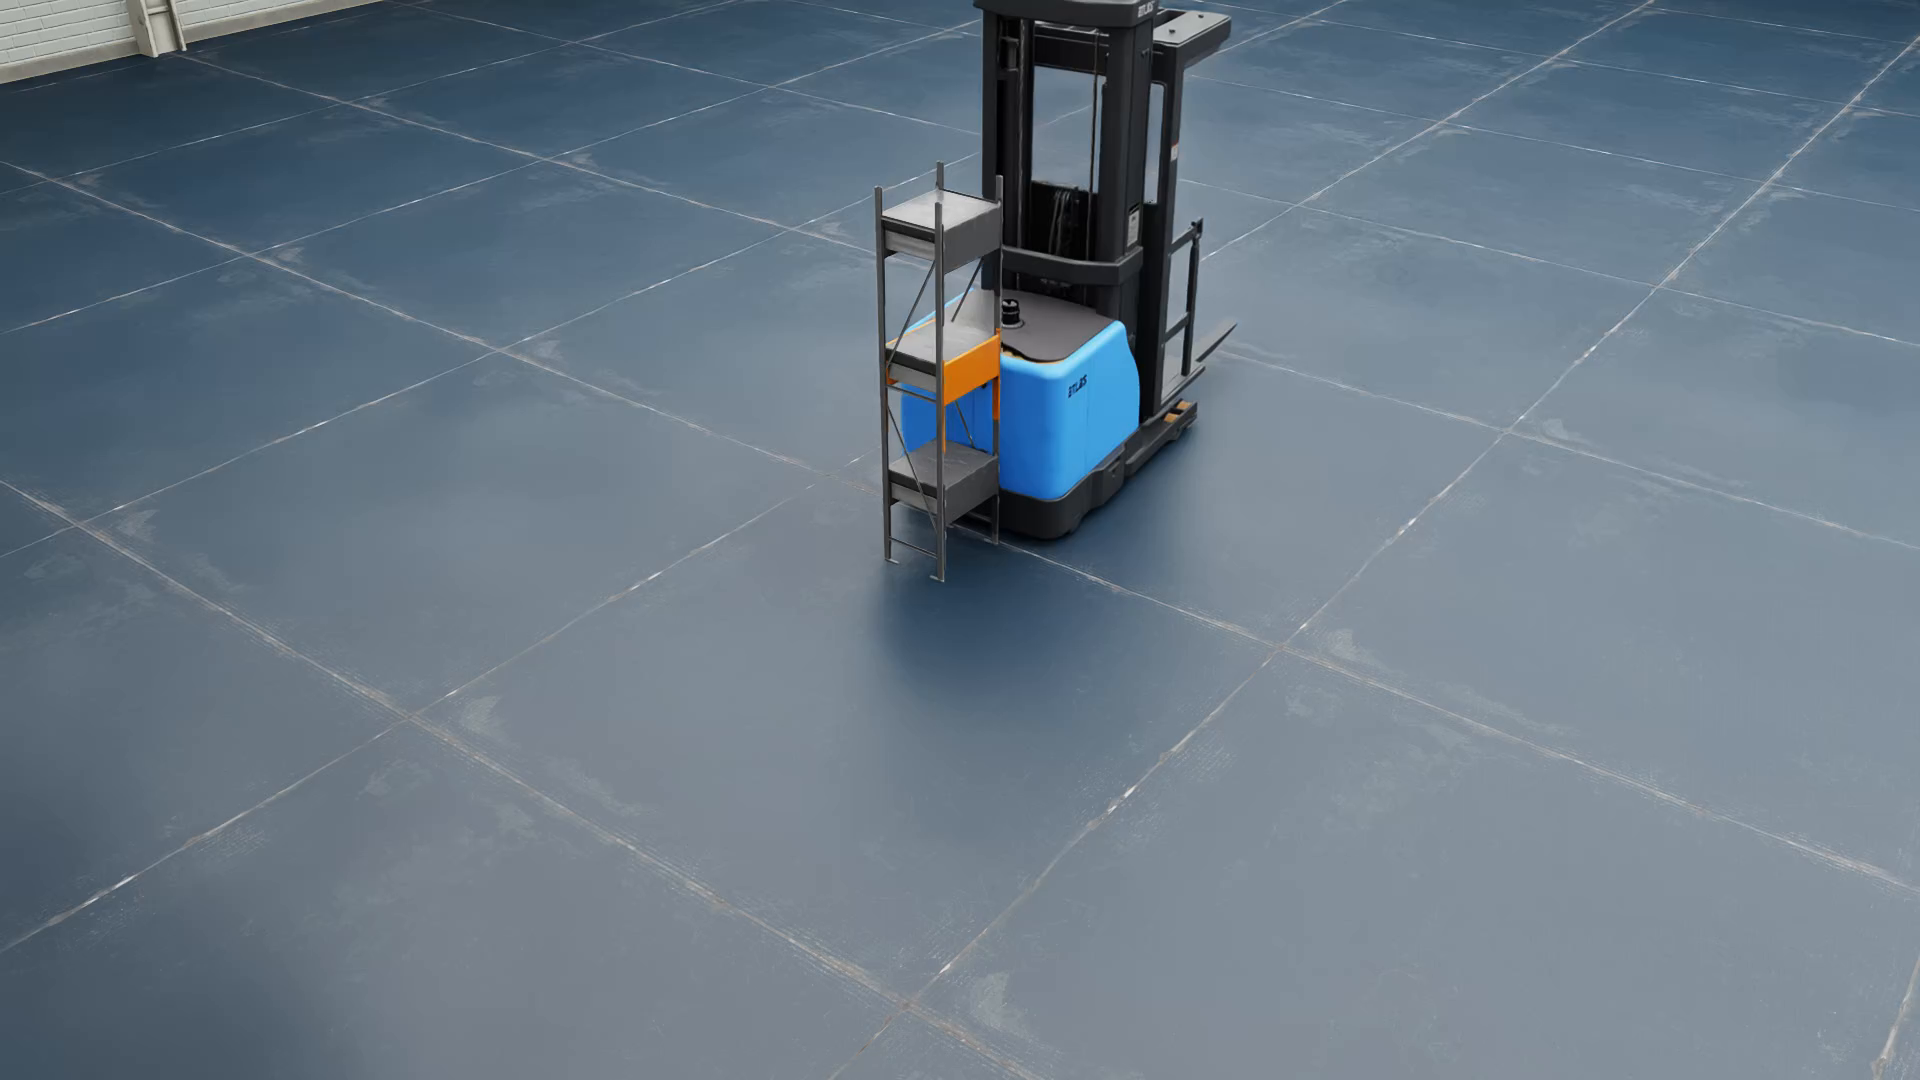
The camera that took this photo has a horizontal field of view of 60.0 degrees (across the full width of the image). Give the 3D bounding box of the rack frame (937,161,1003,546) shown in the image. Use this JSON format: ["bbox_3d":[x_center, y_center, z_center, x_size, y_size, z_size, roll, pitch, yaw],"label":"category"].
[{"bbox_3d":[0.047,-0.935,8.768,0.400,2.100,0.015,21,37,31],"label":"rack frame"}]

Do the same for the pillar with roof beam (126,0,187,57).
[{"bbox_3d":[-5.362,-7.936,13.815,9.100,9.000,0.400,21,37,31],"label":"pillar with roof beam"}]

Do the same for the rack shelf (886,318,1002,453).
[{"bbox_3d":[-0.100,-0.824,8.608,0.431,0.518,0.480,21,37,31],"label":"rack shelf"}]

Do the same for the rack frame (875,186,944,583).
[{"bbox_3d":[-0.247,-0.737,8.434,0.400,2.100,0.015,21,37,31],"label":"rack frame"}]

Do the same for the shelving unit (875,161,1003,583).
[{"bbox_3d":[-0.100,-0.836,8.601,0.431,2.100,0.503,21,37,31],"label":"shelving unit"}]

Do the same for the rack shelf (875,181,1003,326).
[{"bbox_3d":[-0.100,-1.426,8.251,0.431,0.518,0.480,21,37,31],"label":"rack shelf"}]

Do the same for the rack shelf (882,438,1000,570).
[{"bbox_3d":[-0.100,-0.222,8.965,0.431,0.518,0.480,21,37,31],"label":"rack shelf"}]

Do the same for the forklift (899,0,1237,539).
[{"bbox_3d":[0.834,-1.985,9.725,1.130,2.935,3.031,17,34,26],"label":"forklift"}]
